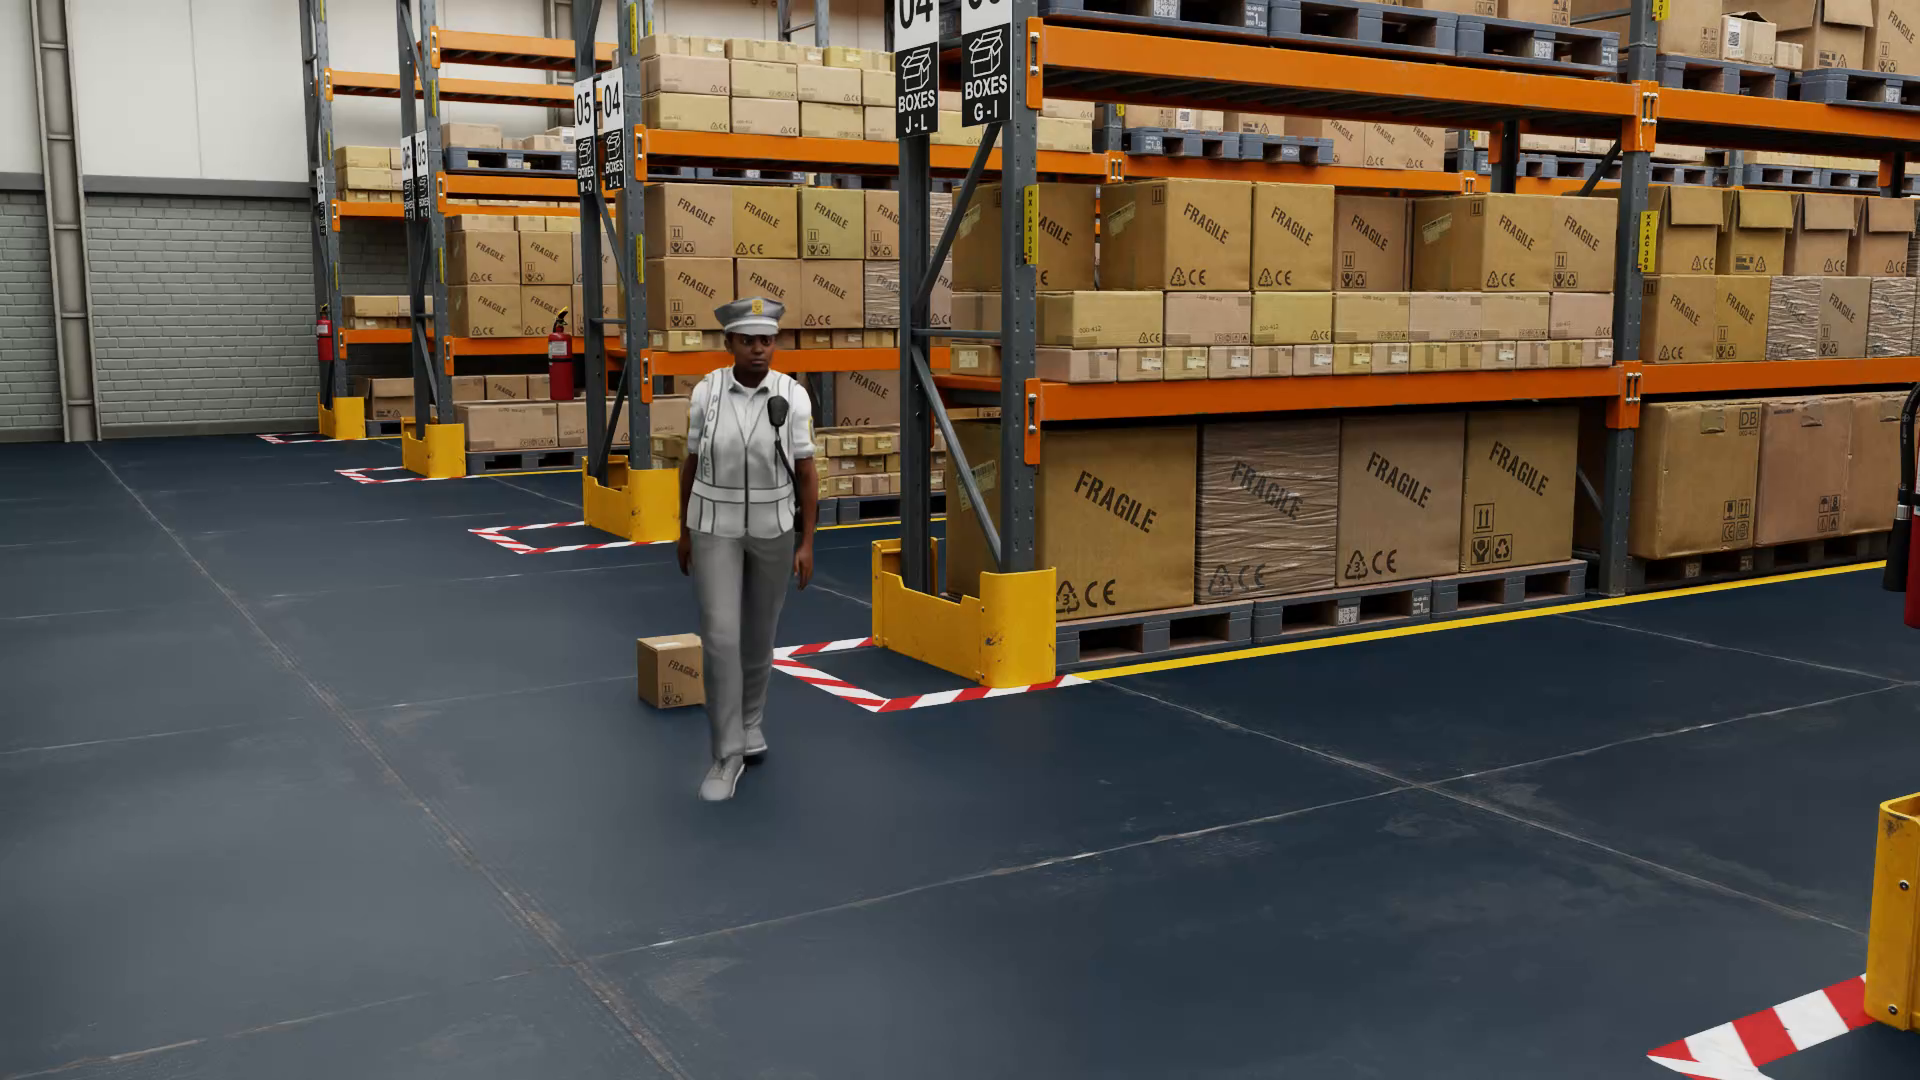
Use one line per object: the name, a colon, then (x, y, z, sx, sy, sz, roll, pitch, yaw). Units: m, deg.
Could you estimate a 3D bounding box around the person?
person: (-0.736, 0.009, 5.800, 0.476, 1.701, 0.697, -2, 8, -13)
